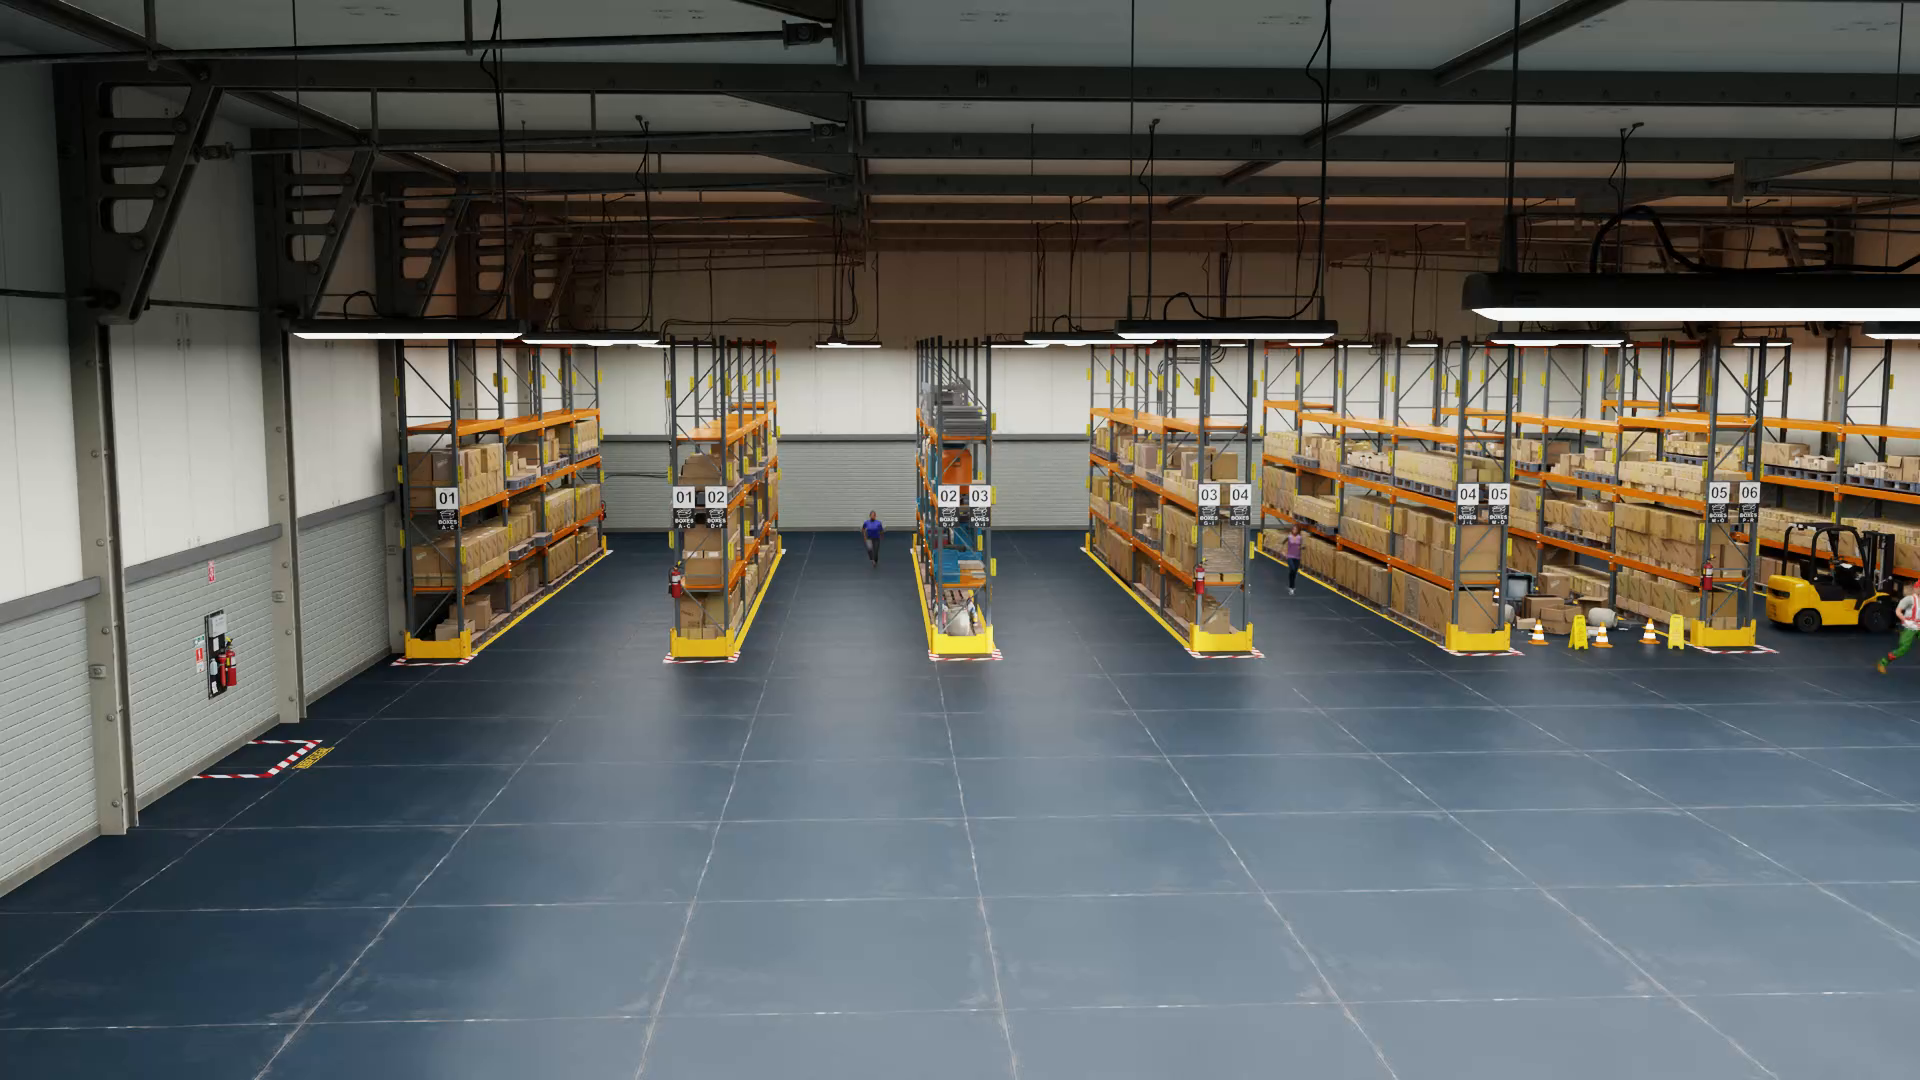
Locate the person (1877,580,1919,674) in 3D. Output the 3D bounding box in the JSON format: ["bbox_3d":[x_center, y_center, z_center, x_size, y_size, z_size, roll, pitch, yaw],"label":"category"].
[{"bbox_3d":[16.654,1.569,29.068,0.895,1.777,0.759,-1,7,-11],"label":"person"}]

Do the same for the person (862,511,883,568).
[{"bbox_3d":[-2.251,-0.001,42.912,0.559,1.514,0.914,0,7,-4],"label":"person"}]

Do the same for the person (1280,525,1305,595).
[{"bbox_3d":[7.886,0.459,39.353,0.507,1.648,0.728,-1,7,-8],"label":"person"}]

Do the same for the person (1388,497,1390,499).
[{"bbox_3d":[11.739,-0.283,45.150,0.612,1.830,0.839,-2,7,-16],"label":"person"}]
